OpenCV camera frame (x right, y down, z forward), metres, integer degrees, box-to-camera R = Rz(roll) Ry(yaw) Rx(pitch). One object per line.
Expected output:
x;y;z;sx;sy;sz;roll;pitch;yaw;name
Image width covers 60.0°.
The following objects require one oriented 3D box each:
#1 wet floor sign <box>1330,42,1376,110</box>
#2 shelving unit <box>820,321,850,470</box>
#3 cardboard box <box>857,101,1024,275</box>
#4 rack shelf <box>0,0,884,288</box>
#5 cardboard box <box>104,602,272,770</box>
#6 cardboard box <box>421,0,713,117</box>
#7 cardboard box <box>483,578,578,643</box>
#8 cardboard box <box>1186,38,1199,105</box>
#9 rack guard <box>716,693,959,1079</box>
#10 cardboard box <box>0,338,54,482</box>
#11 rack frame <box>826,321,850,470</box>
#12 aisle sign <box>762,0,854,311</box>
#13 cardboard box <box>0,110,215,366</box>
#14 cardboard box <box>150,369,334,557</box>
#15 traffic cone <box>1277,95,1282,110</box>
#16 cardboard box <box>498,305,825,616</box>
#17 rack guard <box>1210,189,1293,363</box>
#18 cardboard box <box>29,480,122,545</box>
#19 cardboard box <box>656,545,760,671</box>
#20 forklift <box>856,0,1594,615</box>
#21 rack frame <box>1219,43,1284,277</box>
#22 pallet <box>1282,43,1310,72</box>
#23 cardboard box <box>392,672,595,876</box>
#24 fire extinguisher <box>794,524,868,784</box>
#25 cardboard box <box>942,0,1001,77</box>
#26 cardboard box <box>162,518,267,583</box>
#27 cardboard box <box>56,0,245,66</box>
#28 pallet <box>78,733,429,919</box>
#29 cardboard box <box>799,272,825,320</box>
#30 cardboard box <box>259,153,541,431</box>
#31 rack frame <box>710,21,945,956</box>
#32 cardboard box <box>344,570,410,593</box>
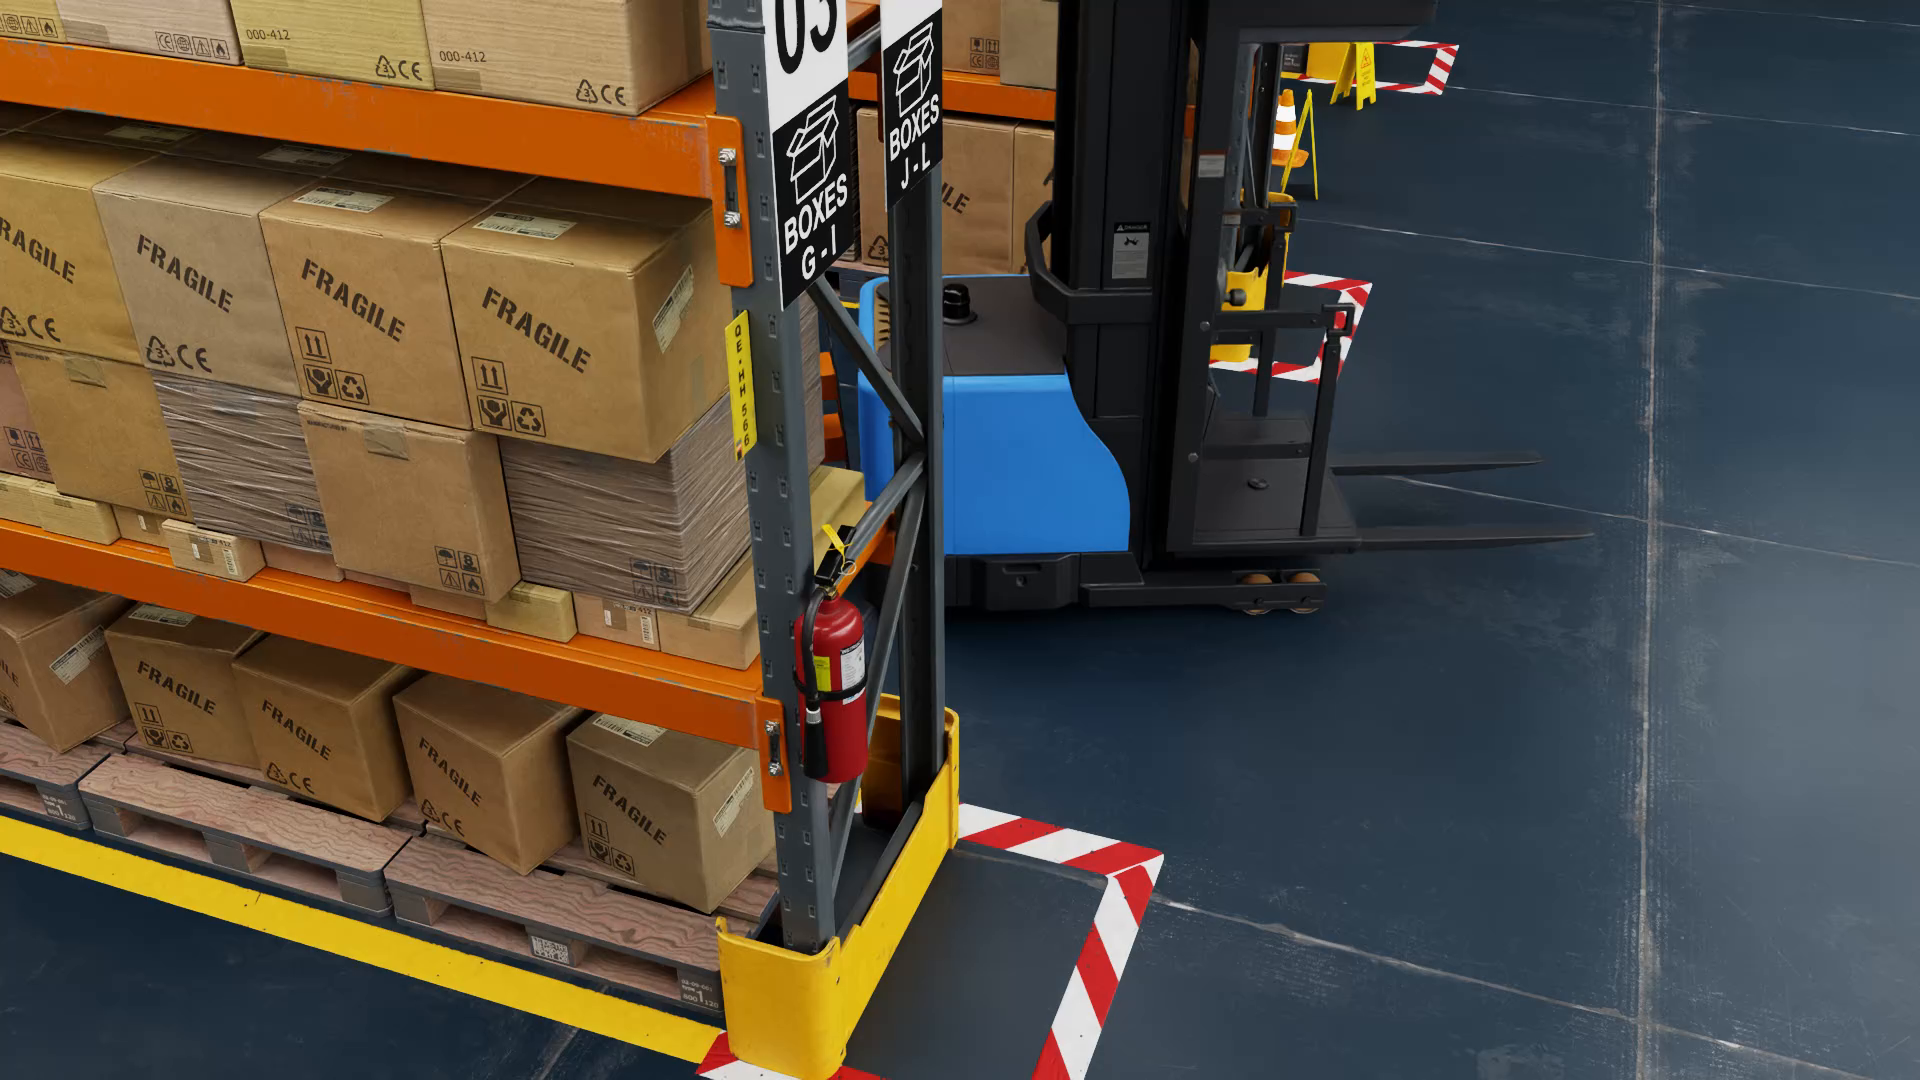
2.889;-3.486;12.054;0.232;0.644;0.267;24;40;32;wet floor sign
-0.593;-0.371;6.840;0.252;1.050;0.215;-9;34;-6;shelving unit
0.006;-2.044;9.223;0.875;0.875;0.875;10;34;16;cardboard box
-2.155;-1.320;4.427;4.000;0.370;1.077;11;34;16;rack shelf
-2.522;0.414;5.761;0.500;0.500;0.500;8;34;12;cardboard box
-0.812;-1.152;3.641;0.500;0.250;0.500;12;35;18;cardboard box
-1.098;0.097;4.566;0.250;0.149;0.380;11;34;16;cardboard box
1.131;-2.618;8.401;0.550;0.550;0.875;11;34;16;cardboard box
-0.344;1.040;5.178;0.348;0.500;1.175;11;34;16;rack guard
-2.672;-0.632;5.096;0.500;0.500;0.875;11;34;16;cardboard box
-0.474;-0.390;6.851;0.008;1.050;0.200;-9;34;-6;rack frame
-0.316;-0.924;3.519;0.004;0.787;0.394;11;34;16;aisle sign
-2.284;-0.835;4.489;0.500;0.500;0.500;11;34;16;cardboard box
-1.748;-0.421;4.771;0.500;0.500;0.875;11;34;16;cardboard box
2.231;-3.410;12.106;0.334;0.463;0.336;11;34;16;traffic cone
-0.781;-0.278;4.548;0.500;0.500;0.875;11;34;16;cardboard box
1.518;-1.456;9.044;0.348;0.500;1.175;11;34;16;rack guard
-2.521;-0.162;4.967;0.250;0.149;0.380;11;34;16;cardboard box
-0.611;0.163;4.464;0.250;0.149;0.380;11;34;16;cardboard box
1.099;-1.213;6.427;3.031;2.935;1.130;-1;33;-2;forklift
1.496;-2.510;8.372;0.127;3.000;1.000;11;34;16;rack frame
2.246;-4.065;13.352;1.213;0.211;1.003;11;34;16;pallet
-1.429;0.663;5.375;0.500;0.500;0.500;21;38;29;cardboard box
-0.320;0.293;4.103;0.183;0.674;0.296;11;34;16;fire extinguisher
0.121;-2.874;8.798;0.550;0.550;0.875;11;34;16;cardboard box
-2.058;-0.058;4.806;0.250;0.149;0.380;11;34;16;cardboard box
-1.763;-1.340;3.932;0.500;0.250;0.500;12;35;18;cardboard box
-2.242;0.771;5.862;1.213;0.211;1.003;11;34;16;pallet
-0.699;-0.823;4.471;0.500;0.500;0.500;11;34;16;cardboard box
-1.346;-0.646;4.197;0.500;0.500;0.500;11;34;16;cardboard box
-0.273;0.004;4.478;0.127;3.000;1.000;11;34;16;rack frame
-1.550;-0.023;4.752;0.250;0.149;0.380;11;34;16;cardboard box
